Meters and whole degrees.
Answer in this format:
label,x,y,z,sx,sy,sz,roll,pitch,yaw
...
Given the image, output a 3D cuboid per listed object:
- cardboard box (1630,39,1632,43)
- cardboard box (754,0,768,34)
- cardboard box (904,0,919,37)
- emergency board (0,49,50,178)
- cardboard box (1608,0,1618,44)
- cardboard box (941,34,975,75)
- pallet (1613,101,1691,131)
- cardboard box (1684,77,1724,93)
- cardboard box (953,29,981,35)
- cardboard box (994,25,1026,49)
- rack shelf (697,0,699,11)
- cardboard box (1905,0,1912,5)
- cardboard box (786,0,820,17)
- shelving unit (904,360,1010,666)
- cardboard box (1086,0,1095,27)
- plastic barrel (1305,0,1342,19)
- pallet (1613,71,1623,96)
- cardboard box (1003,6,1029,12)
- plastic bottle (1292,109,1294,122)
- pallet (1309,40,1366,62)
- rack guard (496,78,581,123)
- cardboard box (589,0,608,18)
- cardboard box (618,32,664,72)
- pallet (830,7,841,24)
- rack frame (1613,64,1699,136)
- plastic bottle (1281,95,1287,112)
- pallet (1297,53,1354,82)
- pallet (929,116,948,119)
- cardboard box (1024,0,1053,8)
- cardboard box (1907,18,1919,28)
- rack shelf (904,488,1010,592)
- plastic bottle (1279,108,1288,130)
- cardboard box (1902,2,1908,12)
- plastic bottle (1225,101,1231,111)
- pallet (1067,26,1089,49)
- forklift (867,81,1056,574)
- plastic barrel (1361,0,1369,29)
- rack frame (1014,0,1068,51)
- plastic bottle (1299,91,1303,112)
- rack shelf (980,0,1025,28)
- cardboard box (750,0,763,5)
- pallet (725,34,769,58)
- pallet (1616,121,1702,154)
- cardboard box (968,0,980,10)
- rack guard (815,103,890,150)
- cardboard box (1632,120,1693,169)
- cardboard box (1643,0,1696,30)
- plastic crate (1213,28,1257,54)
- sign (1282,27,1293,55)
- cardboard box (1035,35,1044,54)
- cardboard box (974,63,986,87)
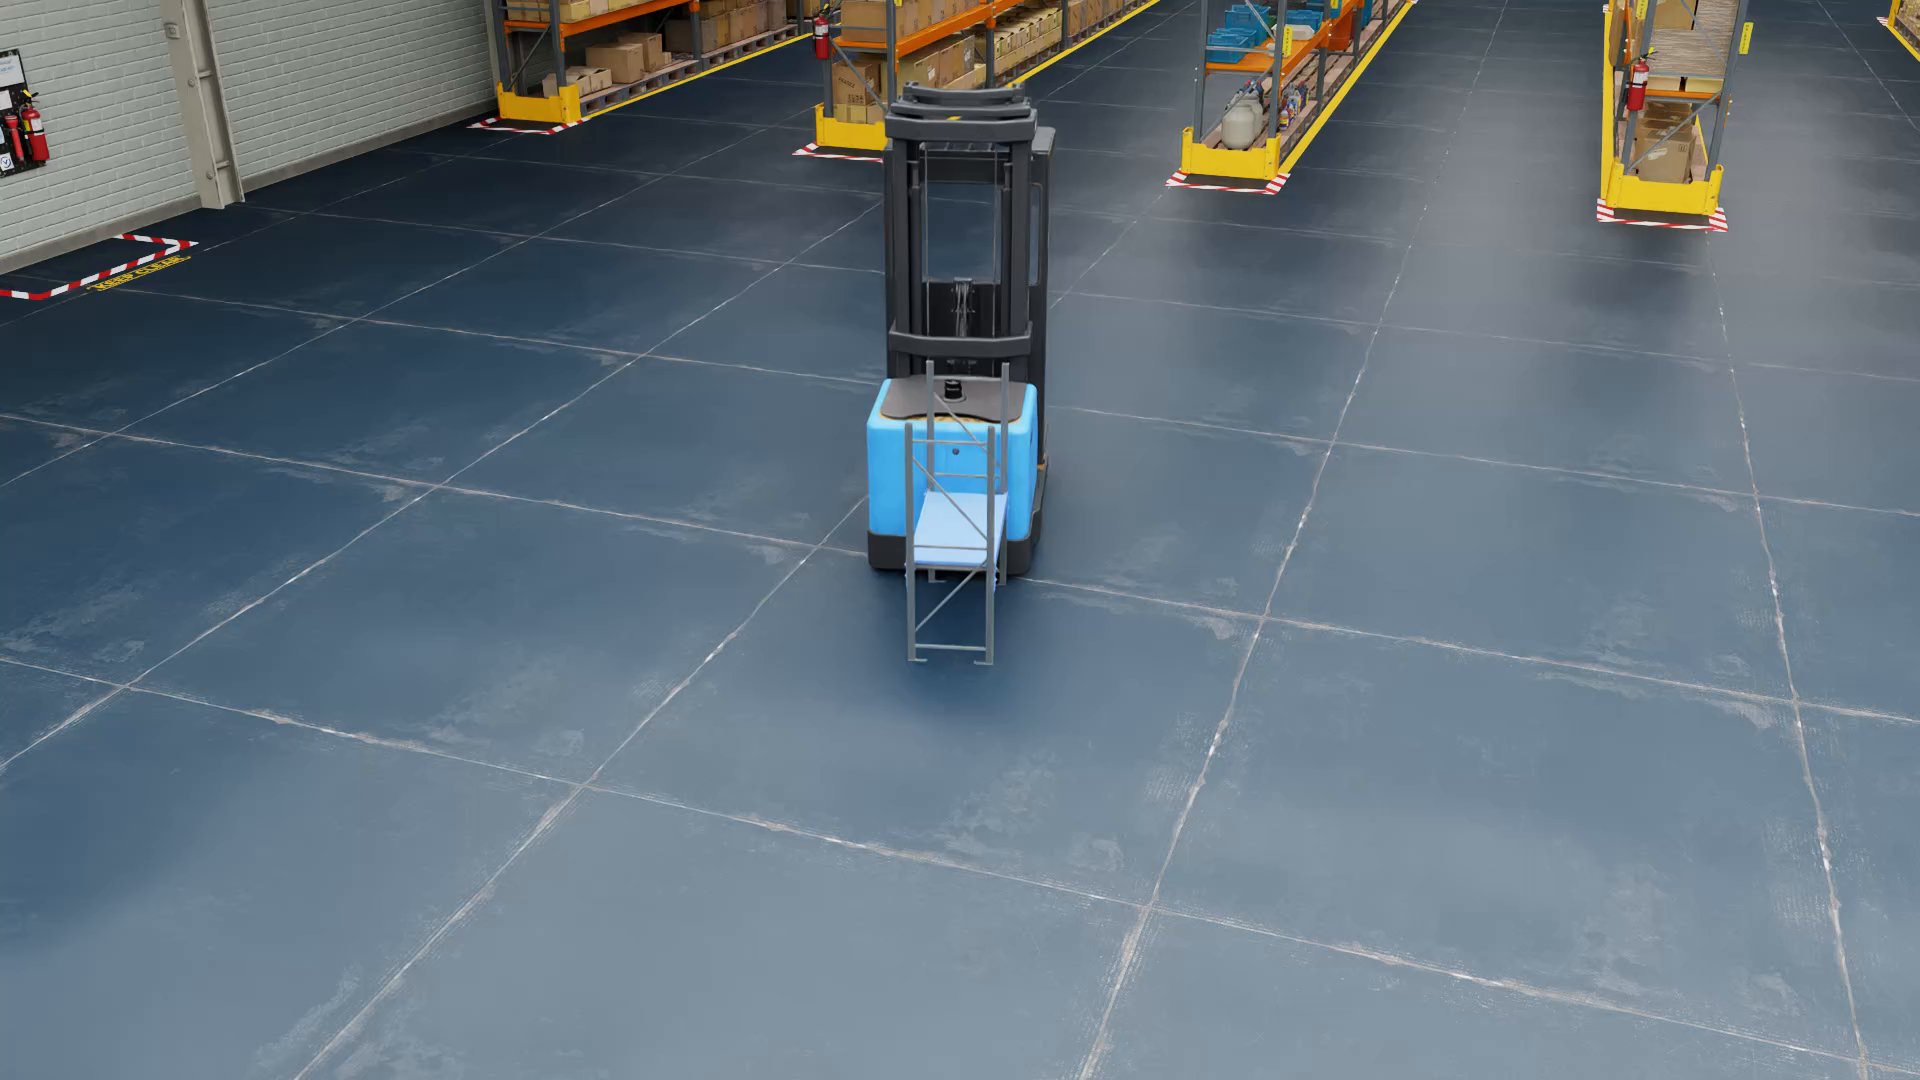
label,x,y,z,sx,sy,sz,roll,pitch,yaw
cardboard box,8.913,-6.535,21.593,0.380,0.149,0.250,9,27,17
cardboard box,-3.790,-9.167,29.105,0.700,0.500,0.500,9,27,17
cardboard box,-0.970,-7.039,22.232,0.700,0.500,0.500,9,27,19
emergency board,-9.418,-4.242,16.570,0.194,1.169,0.643,9,27,17
cardboard box,11.535,-8.681,27.693,1.225,0.875,0.875,8,27,16
cardboard box,-0.103,-7.095,24.274,0.500,0.500,0.500,9,27,17
pallet,9.621,-5.859,23.108,1.003,0.211,1.213,9,27,17
cardboard box,8.352,-5.119,18.670,0.380,0.149,0.250,9,27,17
cardboard box,0.055,-7.858,26.068,0.500,0.311,0.500,10,27,19
cardboard box,0.738,-7.987,26.334,0.500,0.311,0.500,8,27,16
rack shelf,-3.984,-9.447,28.144,1.077,0.370,4.000,9,27,17
cardboard box,17.323,-9.756,30.065,0.380,0.149,0.250,9,27,17
cardboard box,-2.950,-10.097,30.647,0.750,0.750,0.750,8,27,17
shelving unit,-0.005,-0.175,9.890,0.538,1.500,1.048,2,26,5
cardboard box,2.116,-9.515,29.824,0.500,0.500,0.500,8,27,17
plastic barrel,5.107,-7.852,23.451,0.600,0.901,0.708,9,27,17
pallet,10.433,-6.861,25.179,1.003,0.211,1.213,9,27,17
cardboard box,0.903,-8.907,28.234,0.500,0.311,0.500,10,27,19
plastic bottle,4.439,-5.729,22.347,0.097,0.201,0.097,0,26,0
pallet,6.247,-8.231,28.007,1.003,0.211,1.213,9,27,17
rack guard,-5.955,-6.211,23.504,1.175,0.500,0.348,9,27,17
cardboard box,-5.359,-7.616,23.687,0.500,0.250,0.500,8,27,16
cardboard box,-4.957,-7.589,25.846,0.500,0.500,0.500,7,27,14
pallet,-2.577,-10.150,31.971,1.003,0.211,1.213,9,27,17
rack frame,9.364,-6.794,21.839,1.000,3.000,0.127,9,27,17
plastic bottle,4.421,-5.918,22.644,0.061,0.283,0.133,9,27,17
pallet,5.730,-7.588,26.680,1.003,0.211,1.213,9,27,17
pallet,-0.685,-6.153,23.716,1.003,0.211,1.213,9,27,17
cardboard box,1.444,-9.367,29.518,0.500,0.500,0.500,10,28,19
cardboard box,17.090,-9.181,29.560,0.380,0.149,0.250,7,27,15
rack shelf,-0.005,-0.013,9.968,0.538,0.185,1.000,2,26,5
plastic bottle,4.259,-5.538,21.872,0.097,0.271,0.097,0,26,0
cardboard box,17.440,-9.722,30.335,0.380,0.149,0.250,9,27,17
plastic bottle,3.581,-5.713,22.219,0.061,0.283,0.133,9,27,19
pallet,1.638,-8.922,29.435,1.003,0.211,1.213,9,27,17
forklift,0.067,-1.709,11.417,1.130,2.935,3.031,2,26,5
plastic barrel,6.922,-9.532,29.421,0.600,0.901,0.708,9,27,17
rack frame,1.354,-9.876,28.205,1.000,3.000,0.127,9,27,17
plastic bottle,4.672,-6.029,22.872,0.061,0.283,0.133,11,28,21
rack shelf,0.689,-8.730,26.664,1.077,0.370,4.000,9,27,17
cardboard box,-3.758,-9.474,28.879,0.500,0.250,0.500,9,27,18
pallet,-3.988,-8.517,28.598,1.003,0.211,1.213,9,27,17
pallet,9.173,-5.257,21.866,1.003,0.211,1.213,9,27,17
cardboard box,-0.119,-8.094,24.409,0.700,0.500,0.500,8,27,16
rack guard,-1.316,-5.453,21.939,1.175,0.500,0.348,9,27,17
cardboard box,8.423,-4.719,19.940,0.500,0.500,0.500,17,30,31
cardboard box,7.982,-6.041,18.681,0.500,0.500,0.500,9,27,17
plastic crate,3.468,-6.316,21.024,0.499,0.251,0.408,9,27,17
sign,3.879,-5.911,19.699,0.100,0.325,0.005,9,27,17
cardboard box,1.071,-8.157,27.328,0.500,0.250,0.500,9,27,19
cardboard box,0.075,-6.961,24.858,0.500,0.250,0.500,9,27,17
